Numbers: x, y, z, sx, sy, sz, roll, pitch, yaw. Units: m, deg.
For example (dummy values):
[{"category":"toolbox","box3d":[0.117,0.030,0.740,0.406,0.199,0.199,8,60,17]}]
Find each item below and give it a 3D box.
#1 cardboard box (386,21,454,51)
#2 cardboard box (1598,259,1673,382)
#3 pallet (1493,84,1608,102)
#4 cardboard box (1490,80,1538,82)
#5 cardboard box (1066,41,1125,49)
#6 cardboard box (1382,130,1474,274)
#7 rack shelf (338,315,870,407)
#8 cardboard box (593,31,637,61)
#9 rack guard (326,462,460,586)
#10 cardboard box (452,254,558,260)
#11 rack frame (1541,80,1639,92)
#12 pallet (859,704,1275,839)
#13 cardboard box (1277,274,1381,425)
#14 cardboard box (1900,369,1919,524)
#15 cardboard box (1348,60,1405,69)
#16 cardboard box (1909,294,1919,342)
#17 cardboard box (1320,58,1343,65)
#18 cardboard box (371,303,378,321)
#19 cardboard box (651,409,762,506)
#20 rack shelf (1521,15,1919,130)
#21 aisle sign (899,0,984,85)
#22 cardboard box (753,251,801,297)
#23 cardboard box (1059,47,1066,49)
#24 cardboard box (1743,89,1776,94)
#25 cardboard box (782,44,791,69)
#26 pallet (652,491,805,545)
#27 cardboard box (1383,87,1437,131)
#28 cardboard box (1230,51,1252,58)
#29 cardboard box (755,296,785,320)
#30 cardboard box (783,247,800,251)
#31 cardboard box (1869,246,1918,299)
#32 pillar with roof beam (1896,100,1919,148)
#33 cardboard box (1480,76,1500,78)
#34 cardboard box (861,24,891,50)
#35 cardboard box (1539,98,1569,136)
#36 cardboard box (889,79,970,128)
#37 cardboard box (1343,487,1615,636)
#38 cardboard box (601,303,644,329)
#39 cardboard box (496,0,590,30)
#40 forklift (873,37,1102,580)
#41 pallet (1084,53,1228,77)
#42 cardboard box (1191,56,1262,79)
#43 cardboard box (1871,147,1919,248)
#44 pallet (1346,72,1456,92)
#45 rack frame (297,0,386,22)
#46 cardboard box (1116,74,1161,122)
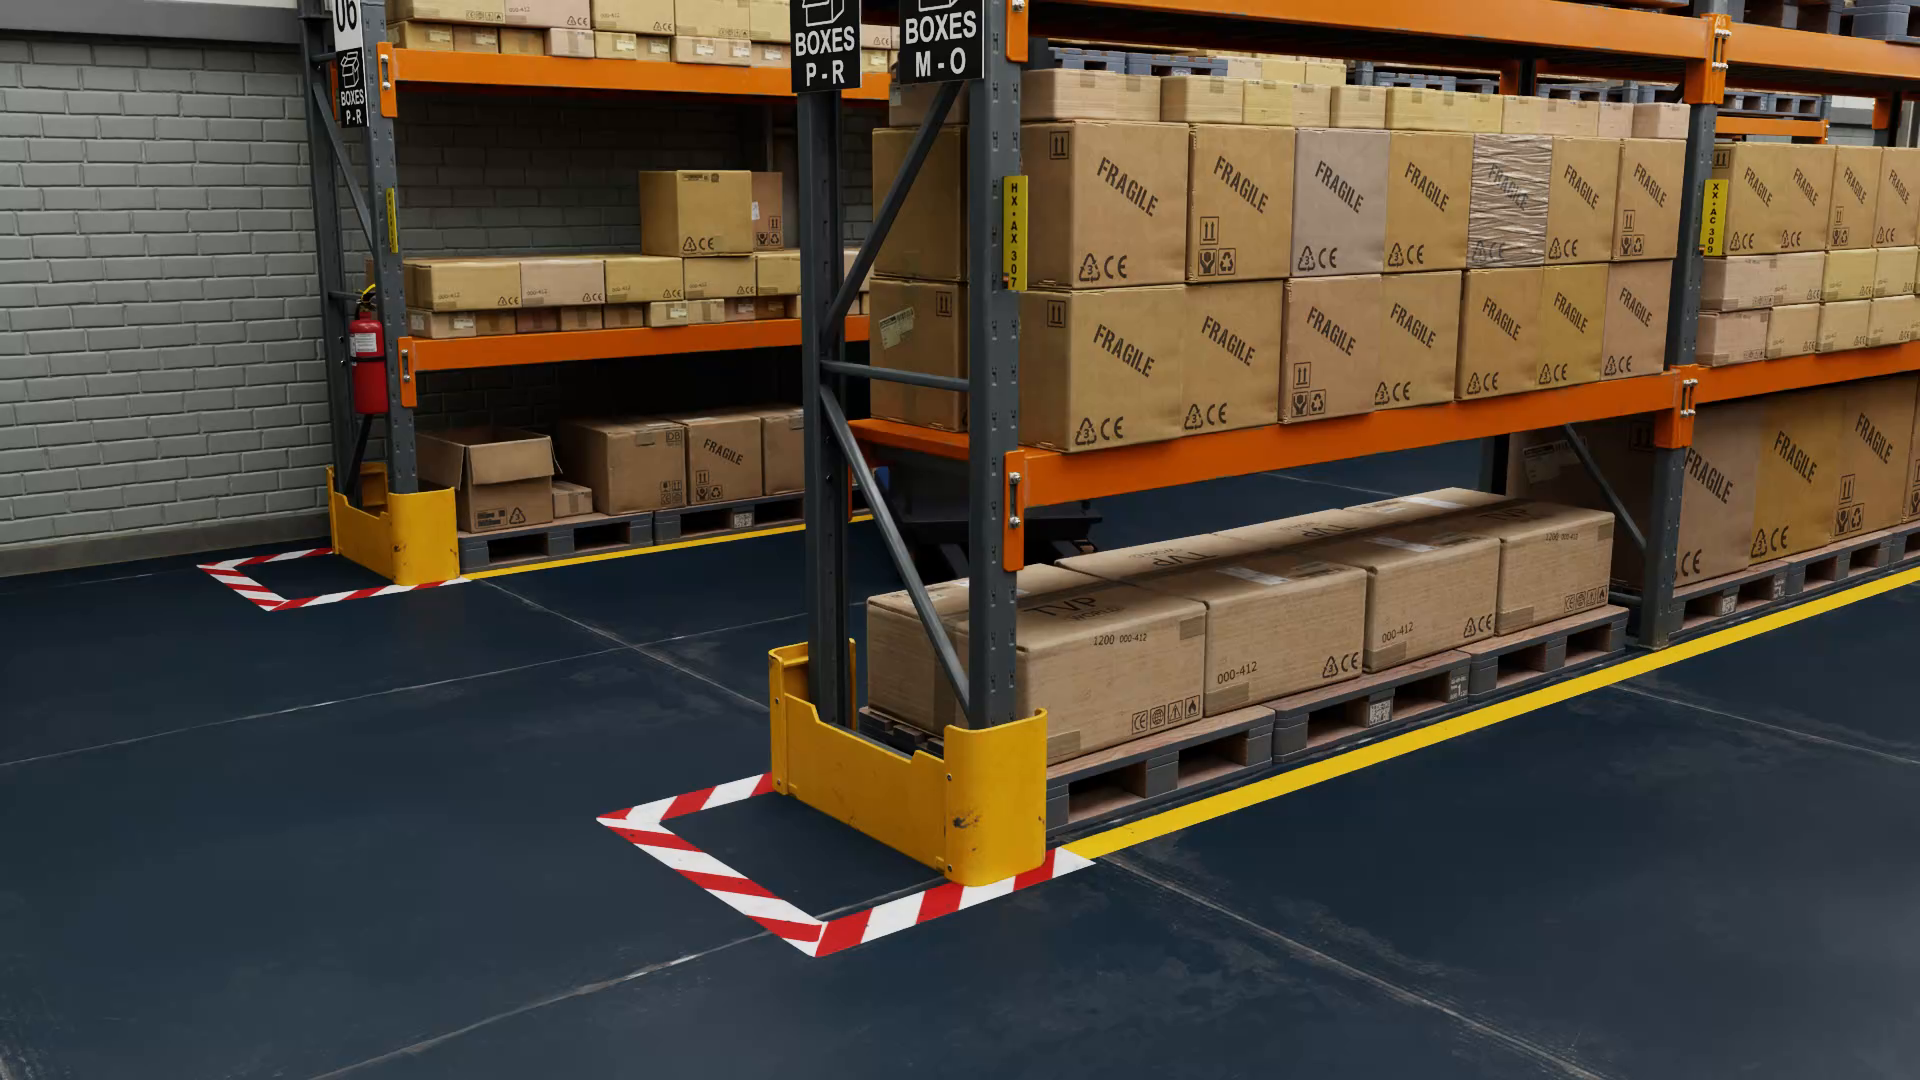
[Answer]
[{"category":"cardboard box","box3d":[-2.892,-2.668,8.857,0.250,0.149,0.380,-9,15,-36]},{"category":"cardboard box","box3d":[2.739,-0.982,7.292,0.500,0.500,0.500,-9,15,-37]},{"category":"pallet","box3d":[5.404,-4.135,15.618,1.217,0.209,0.805,-10,16,-40]},{"category":"cardboard box","box3d":[5.178,-4.346,15.505,0.250,0.149,0.380,-9,15,-38]},{"category":"cardboard box","box3d":[0.931,-3.508,11.560,0.250,0.149,0.380,-9,15,-37]},{"category":"cardboard box","box3d":[1.556,-1.271,6.245,0.500,0.500,0.500,-9,15,-37]},{"category":"rack shelf","box3d":[-1.724,-1.228,10.422,4.000,0.370,1.077,-9,15,-38]},{"category":"cardboard box","box3d":[-2.034,-2.788,9.420,0.250,0.149,0.380,-9,15,-38]},{"category":"rack guard","box3d":[-3.227,-0.107,9.431,0.348,0.500,1.175,-9,15,-38]},{"category":"cardboard box","box3d":[-2.689,-1.562,9.908,0.500,0.250,0.500,-9,15,-37]},{"category":"rack frame","box3d":[6.084,-5.812,15.835,0.127,3.000,1.000,-9,15,-38]},{"category":"pallet","box3d":[0.393,0.732,6.174,1.213,0.211,1.003,-9,15,-38]},{"category":"cardboard box","box3d":[1.158,-0.714,6.027,0.500,0.500,0.500,-10,15,-38]},{"category":"cardboard box","box3d":[5.473,-0.644,10.043,0.875,0.875,0.875,-10,15,-38]},{"category":"cardboard box","box3d":[3.423,-3.962,13.654,0.250,0.166,0.380,-9,15,-38]},{"category":"cardboard box","box3d":[5.040,-1.241,9.114,0.500,0.250,0.500,-10,15,-38]},{"category":"cardboard box","box3d":[2.834,-3.862,13.276,0.250,0.149,0.380,-9,15,-37]},{"category":"cardboard box","box3d":[-3.195,-1.284,9.559,0.250,0.149,0.380,-10,15,-38]},{"category":"cardboard box","box3d":[-1.582,-0.524,10.382,0.500,0.500,0.500,-9,15,-37]},{"category":"rack shelf","box3d":[4.503,-2.410,8.766,4.000,0.370,1.077,-9,15,-38]},{"category":"aisle sign","box3d":[-0.057,-1.731,4.801,0.004,0.787,0.394,-9,15,-38]},{"category":"cardboard box","box3d":[-1.187,-1.676,10.445,0.500,0.250,0.500,-10,15,-38]},{"category":"cardboard box","box3d":[0.577,-3.605,12.014,0.250,0.149,0.380,-10,16,-39]},{"category":"cardboard box","box3d":[8.152,-4.953,17.521,0.500,0.500,0.700,-9,15,-37]},{"category":"cardboard box","box3d":[-1.089,-2.963,10.247,0.250,0.149,0.380,-9,15,-36]},{"category":"pallet","box3d":[-1.653,-0.227,10.691,1.213,0.211,1.003,-9,15,-38]},{"category":"cardboard box","box3d":[1.505,-1.567,6.076,0.250,0.149,0.380,-10,16,-39]},{"category":"cardboard box","box3d":[2.006,-3.738,12.692,0.250,0.149,0.380,-9,15,-37]},{"category":"cardboard box","box3d":[-1.306,-1.477,10.466,0.250,0.149,0.380,-9,15,-37]},{"category":"cardboard box","box3d":[-1.105,-1.825,11.146,0.500,0.250,0.500,-10,15,-38]},{"category":"cardboard box","box3d":[4.655,-1.417,8.736,0.500,0.250,0.500,-10,16,-39]},{"category":"pillar with roof beam","box3d":[15.476,-6.467,18.921,0.400,9.000,9.100,-9,15,-38]},{"category":"cardboard box","box3d":[4.813,-4.184,14.744,0.250,0.149,0.380,-10,15,-38]},{"category":"cardboard box","box3d":[-0.782,-3.206,10.431,0.500,0.250,0.500,-10,16,-40]},{"category":"cardboard box","box3d":[2.239,-1.715,6.776,0.250,0.149,0.380,-10,15,-38]},{"category":"cardboard box","box3d":[-0.027,-1.450,5.527,0.250,0.149,0.380,-9,15,-37]},{"category":"cardboard box","box3d":[2.384,0.077,7.701,0.875,0.438,0.875,-10,15,-38]},{"category":"cardboard box","box3d":[-2.065,-1.334,9.795,0.250,0.149,0.380,-9,15,-37]},{"category":"cardboard box","box3d":[-2.385,-2.942,9.187,0.500,0.250,0.500,-9,15,-37]},{"category":"forklift","box3d":[0.167,-1.293,9.160,1.130,2.935,3.031,-2,12,-8]},{"category":"pallet","box3d":[1.198,-3.423,12.259,1.003,0.211,1.213,-9,15,-38]},{"category":"cardboard box","box3d":[1.929,-3.516,12.605,0.500,0.250,0.500,-9,15,-38]},{"category":"cardboard box","box3d":[4.637,-1.787,8.673,0.500,0.500,0.500,-10,15,-39]},{"category":"pallet","box3d":[3.435,-3.836,14.205,1.003,0.211,1.213,-9,15,-35]},{"category":"rack frame","box3d":[-3.286,-4.255,8.502,0.127,3.000,1.000,-9,15,-38]},{"category":"cardboard box","box3d":[0.428,-1.418,5.375,0.250,0.149,0.380,-9,15,-36]}]
